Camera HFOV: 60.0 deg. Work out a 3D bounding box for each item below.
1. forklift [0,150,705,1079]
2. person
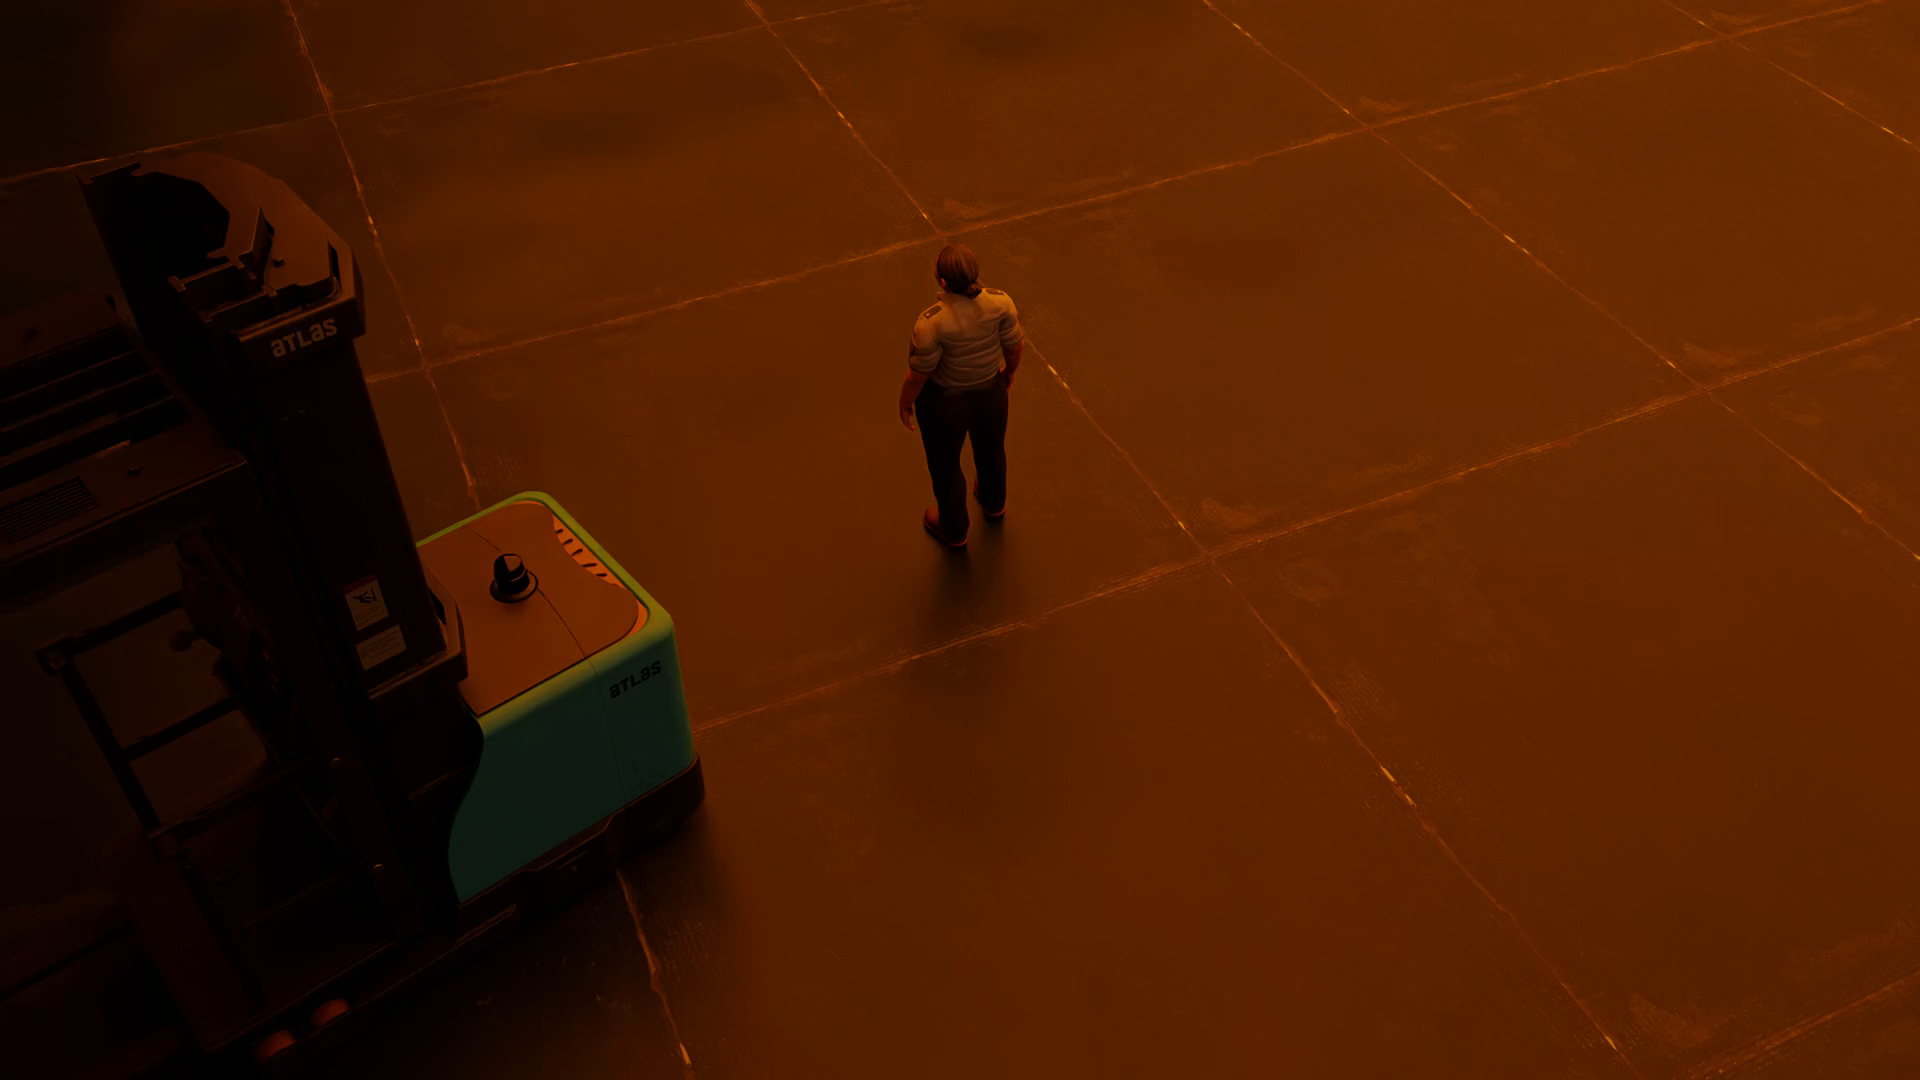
[{"bbox_3d":[-2.471,0.395,5.257,3.031,2.935,1.130,-30,51,-28],"label":"forklift"},{"bbox_3d":[-0.017,-0.665,7.331,0.598,1.638,0.503,-18,46,-18],"label":"person"}]
